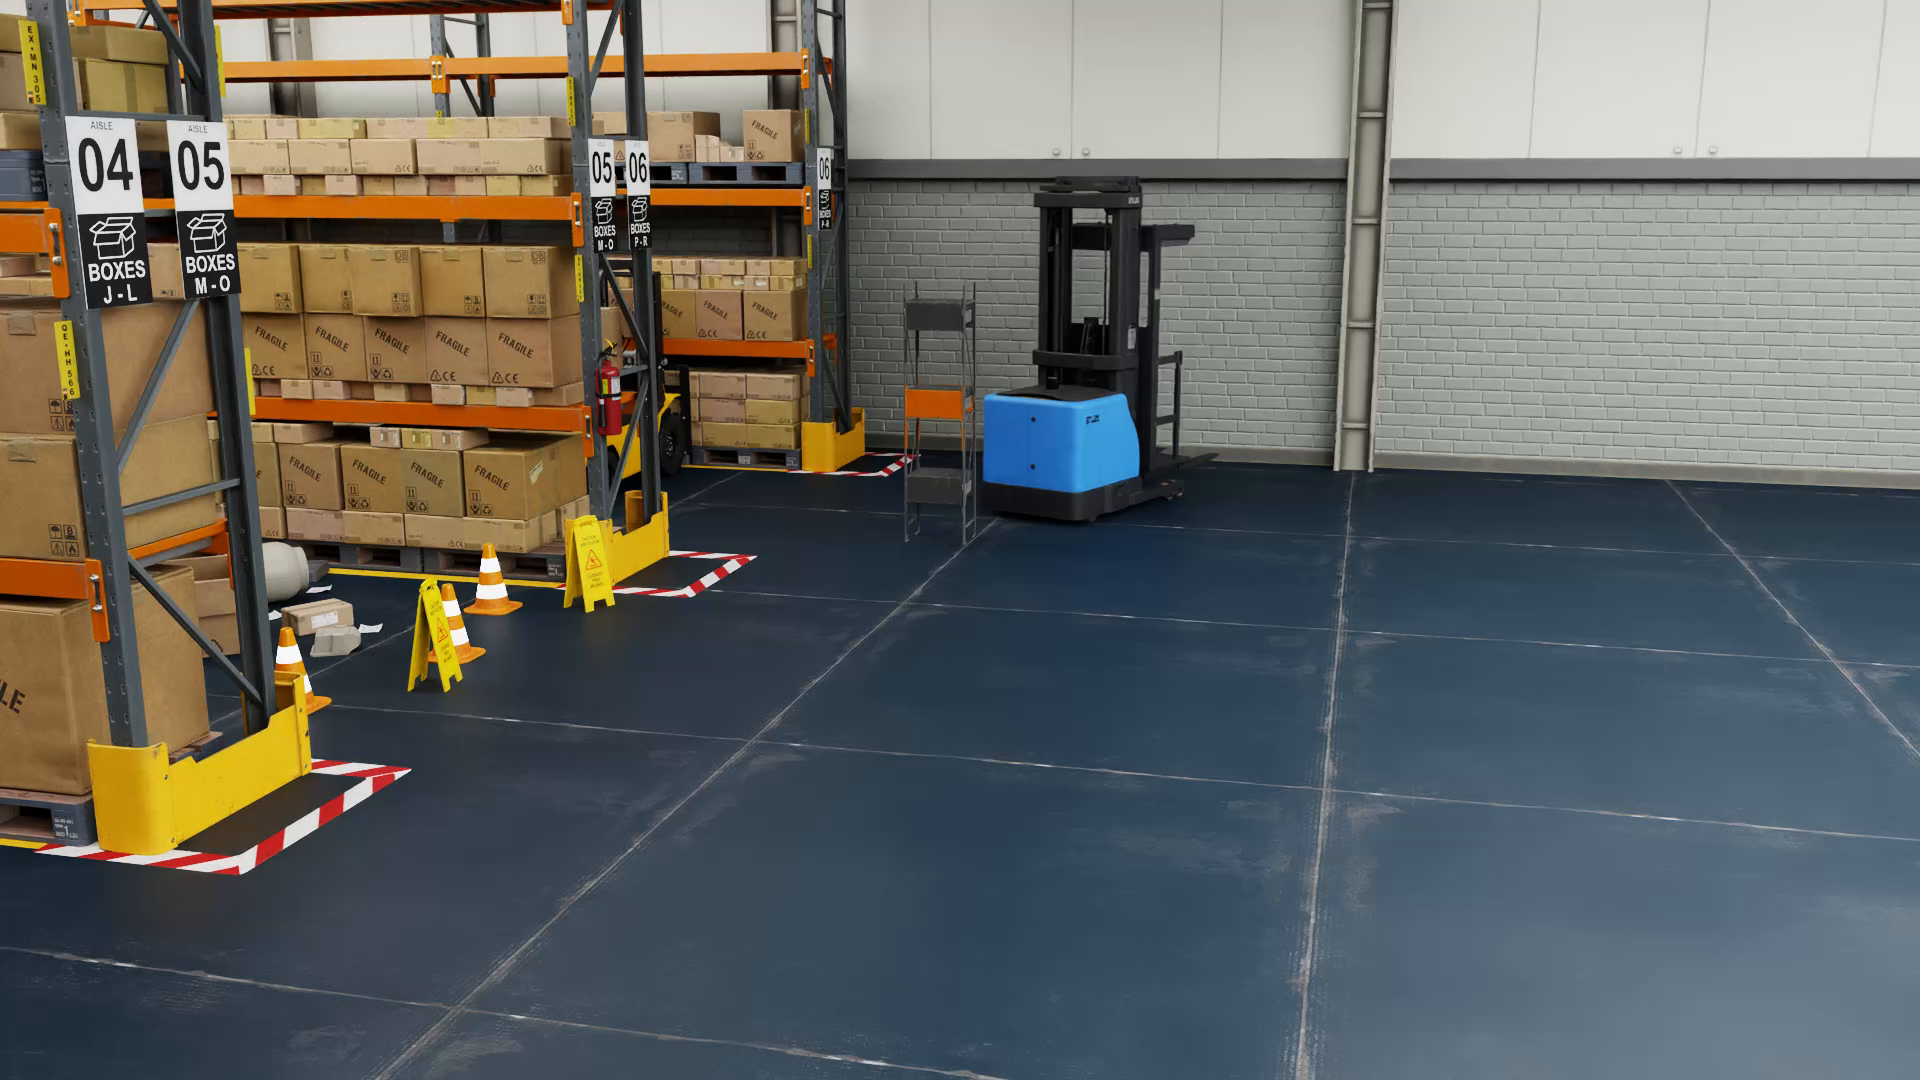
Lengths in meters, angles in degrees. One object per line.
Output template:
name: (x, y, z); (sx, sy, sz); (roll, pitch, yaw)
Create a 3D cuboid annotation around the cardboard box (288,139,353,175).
cardboard box: (-4.569, -2.820, 12.252); (0.500, 0.250, 0.500); (3, 13, 14)

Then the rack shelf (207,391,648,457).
rack shelf: (-4.466, -0.988, 12.922); (4.000, 0.370, 1.077); (3, 13, 14)

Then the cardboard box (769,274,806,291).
cardboard box: (-1.742, -2.604, 16.817); (0.250, 0.149, 0.380); (3, 13, 14)

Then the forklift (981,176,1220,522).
forklift: (1.449, -1.849, 15.301); (1.130, 2.935, 3.031); (9, 15, 34)

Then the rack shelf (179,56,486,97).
rack shelf: (-7.164, -4.973, 17.957); (4.000, 0.370, 1.077); (3, 13, 14)

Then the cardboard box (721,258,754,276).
cardboard box: (-2.244, -2.779, 16.917); (0.250, 0.149, 0.380); (3, 13, 15)

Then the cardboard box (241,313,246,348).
cardboard box: (-5.554, -1.534, 12.807); (0.500, 0.500, 0.500); (3, 13, 13)

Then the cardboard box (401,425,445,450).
cardboard box: (-3.980, -0.786, 12.502); (0.250, 0.149, 0.380); (3, 13, 14)

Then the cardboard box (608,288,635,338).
cardboard box: (-3.369, -2.378, 17.295); (0.500, 0.500, 0.500); (3, 13, 14)

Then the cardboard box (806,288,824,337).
cardboard box: (-1.753, -2.412, 17.451); (0.500, 0.500, 0.500); (3, 13, 15)

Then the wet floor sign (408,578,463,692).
wet floor sign: (-3.109, 0.545, 9.786); (0.232, 0.644, 0.267); (1, 13, 4)

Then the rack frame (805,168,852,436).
rack frame: (-1.338, -2.279, 17.082); (0.127, 3.000, 1.000); (3, 13, 14)

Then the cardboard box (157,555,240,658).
cardboard box: (-4.836, 0.425, 10.658); (0.637, 0.503, 0.797); (-6, 14, -25)

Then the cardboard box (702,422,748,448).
cardboard box: (-2.351, -1.128, 17.270); (0.500, 0.250, 0.500); (3, 13, 14)

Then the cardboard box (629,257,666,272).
cardboard box: (-3.227, -2.843, 17.206); (0.250, 0.149, 0.380); (3, 13, 14)

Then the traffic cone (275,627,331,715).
traffic cone: (-3.787, 0.723, 9.406); (0.334, 0.463, 0.336); (3, 13, 14)

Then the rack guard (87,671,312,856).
rack guard: (-3.589, 1.032, 7.926); (0.348, 0.500, 1.175); (3, 13, 14)

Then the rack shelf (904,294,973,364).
rack shelf: (-0.161, -1.704, 13.396); (0.480, 0.518, 0.431); (3, 13, 14)

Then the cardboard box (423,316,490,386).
cardboard box: (-3.602, -1.427, 12.321); (0.500, 0.500, 0.500); (3, 13, 14)

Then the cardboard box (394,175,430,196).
cardboard box: (-3.920, -2.594, 12.155); (0.250, 0.149, 0.380); (3, 13, 13)

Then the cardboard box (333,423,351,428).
cardboard box: (-5.275, -0.671, 13.482); (0.500, 0.500, 0.500); (3, 13, 15)

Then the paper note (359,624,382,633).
paper note: (-3.919, 0.584, 11.033); (0.142, 0.019, 0.148); (-1, 13, -6)

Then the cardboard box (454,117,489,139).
cardboard box: (-3.416, -2.953, 11.931); (0.250, 0.149, 0.380); (3, 13, 13)

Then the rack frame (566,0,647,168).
rack frame: (-2.524, -4.164, 11.727); (0.127, 3.000, 1.000); (3, 13, 14)

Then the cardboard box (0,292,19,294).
cardboard box: (-5.030, -0.884, 7.953); (0.550, 0.550, 0.875); (3, 13, 14)

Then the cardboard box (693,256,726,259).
cardboard box: (-2.617, -2.908, 17.501); (0.250, 0.149, 0.380); (3, 13, 15)

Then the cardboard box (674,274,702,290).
cardboard box: (-2.743, -2.656, 17.054); (0.250, 0.149, 0.380); (3, 13, 12)

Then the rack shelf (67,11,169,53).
rack shelf: (-8.349, -3.929, 13.252); (4.000, 0.370, 1.077); (3, 13, 14)

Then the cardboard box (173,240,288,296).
cardboard box: (-5.542, -2.026, 12.712); (0.500, 0.500, 0.700); (3, 13, 14)

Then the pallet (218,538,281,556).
pallet: (-5.747, -0.054, 13.491); (1.213, 0.211, 1.003); (3, 13, 14)

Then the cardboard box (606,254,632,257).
cardboard box: (-3.604, -2.971, 17.786); (0.250, 0.149, 0.380); (3, 13, 13)

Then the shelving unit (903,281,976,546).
shelving unit: (-0.161, -1.034, 13.545); (0.503, 2.100, 0.431); (3, 13, 14)

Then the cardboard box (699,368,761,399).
cardboard box: (-2.357, -1.614, 17.152); (0.500, 0.250, 0.500); (3, 13, 15)

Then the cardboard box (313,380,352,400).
cardboard box: (-4.687, -1.161, 12.621); (0.250, 0.149, 0.380); (3, 13, 13)

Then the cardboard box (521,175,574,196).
cardboard box: (-2.937, -2.537, 11.897); (0.250, 0.149, 0.380); (3, 13, 14)

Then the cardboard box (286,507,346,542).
cardboard box: (-4.863, -0.166, 12.935); (0.500, 0.250, 0.500); (3, 13, 13)

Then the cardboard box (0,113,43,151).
cardboard box: (-4.016, -1.731, 7.064); (0.250, 0.149, 0.380); (3, 13, 13)

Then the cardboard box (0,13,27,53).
cardboard box: (-4.020, -2.120, 6.978); (0.250, 0.149, 0.380); (3, 13, 14)

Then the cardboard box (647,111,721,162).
cardboard box: (-2.797, -4.092, 16.897); (0.500, 0.500, 0.700); (3, 13, 14)

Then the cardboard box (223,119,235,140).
cardboard box: (-5.418, -3.047, 12.355); (0.250, 0.149, 0.380); (3, 13, 13)

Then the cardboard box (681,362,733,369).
cardboard box: (-2.729, -1.748, 17.759); (0.500, 0.250, 0.500); (3, 13, 13)

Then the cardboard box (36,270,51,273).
cardboard box: (-7.757, -1.981, 13.850); (0.500, 0.500, 0.500); (3, 13, 13)

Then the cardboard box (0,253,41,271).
cardboard box: (-7.859, -2.292, 13.755); (0.250, 0.149, 0.380); (4, 13, 17)

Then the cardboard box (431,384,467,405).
cardboard box: (-3.712, -1.102, 12.355); (0.250, 0.149, 0.380); (3, 13, 15)

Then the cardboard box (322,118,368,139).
cardboard box: (-4.420, -2.994, 12.119); (0.250, 0.149, 0.380); (3, 13, 15)

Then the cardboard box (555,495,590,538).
cardboard box: (-3.241, -0.198, 13.080); (0.500, 0.250, 0.500); (3, 13, 13)

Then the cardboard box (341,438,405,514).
cardboard box: (-4.360, -0.505, 12.732); (0.500, 0.500, 0.500); (3, 13, 12)

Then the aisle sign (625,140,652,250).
aisle sign: (-2.390, -2.567, 12.374); (0.004, 0.787, 0.394); (3, 13, 14)

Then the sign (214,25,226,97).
sign: (-3.473, -2.235, 7.758); (0.005, 0.325, 0.100); (3, 13, 14)

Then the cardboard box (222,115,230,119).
cardboard box: (-7.947, -4.368, 18.138); (0.500, 0.500, 0.700); (3, 13, 12)

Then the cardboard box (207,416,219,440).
cardboard box: (-5.792, -0.882, 12.933); (0.250, 0.149, 0.380); (3, 13, 14)

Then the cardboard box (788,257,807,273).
cardboard box: (-1.613, -2.852, 17.250); (0.250, 0.149, 0.380); (3, 13, 12)

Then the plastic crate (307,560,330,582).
plastic crate: (-5.080, 0.236, 12.484); (0.583, 0.080, 0.402); (-1, 13, -6)

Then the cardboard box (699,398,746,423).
cardboard box: (-2.370, -1.374, 17.226); (0.500, 0.250, 0.500); (3, 13, 13)

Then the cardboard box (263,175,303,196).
cardboard box: (-4.933, -2.632, 12.325); (0.250, 0.149, 0.380); (3, 13, 12)

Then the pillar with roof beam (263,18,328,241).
pillar with roof beam: (-8.655, -4.840, 14.773); (0.400, 9.000, 9.100); (3, 13, 14)

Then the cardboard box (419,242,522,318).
cardboard box: (-3.562, -1.926, 12.263); (0.500, 0.500, 0.700); (3, 13, 14)

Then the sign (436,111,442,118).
sign: (-5.342, -4.243, 17.086); (0.005, 0.325, 0.100); (3, 13, 14)

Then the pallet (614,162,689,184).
pallet: (-3.207, -3.806, 17.240); (1.213, 0.211, 1.003); (3, 13, 14)
